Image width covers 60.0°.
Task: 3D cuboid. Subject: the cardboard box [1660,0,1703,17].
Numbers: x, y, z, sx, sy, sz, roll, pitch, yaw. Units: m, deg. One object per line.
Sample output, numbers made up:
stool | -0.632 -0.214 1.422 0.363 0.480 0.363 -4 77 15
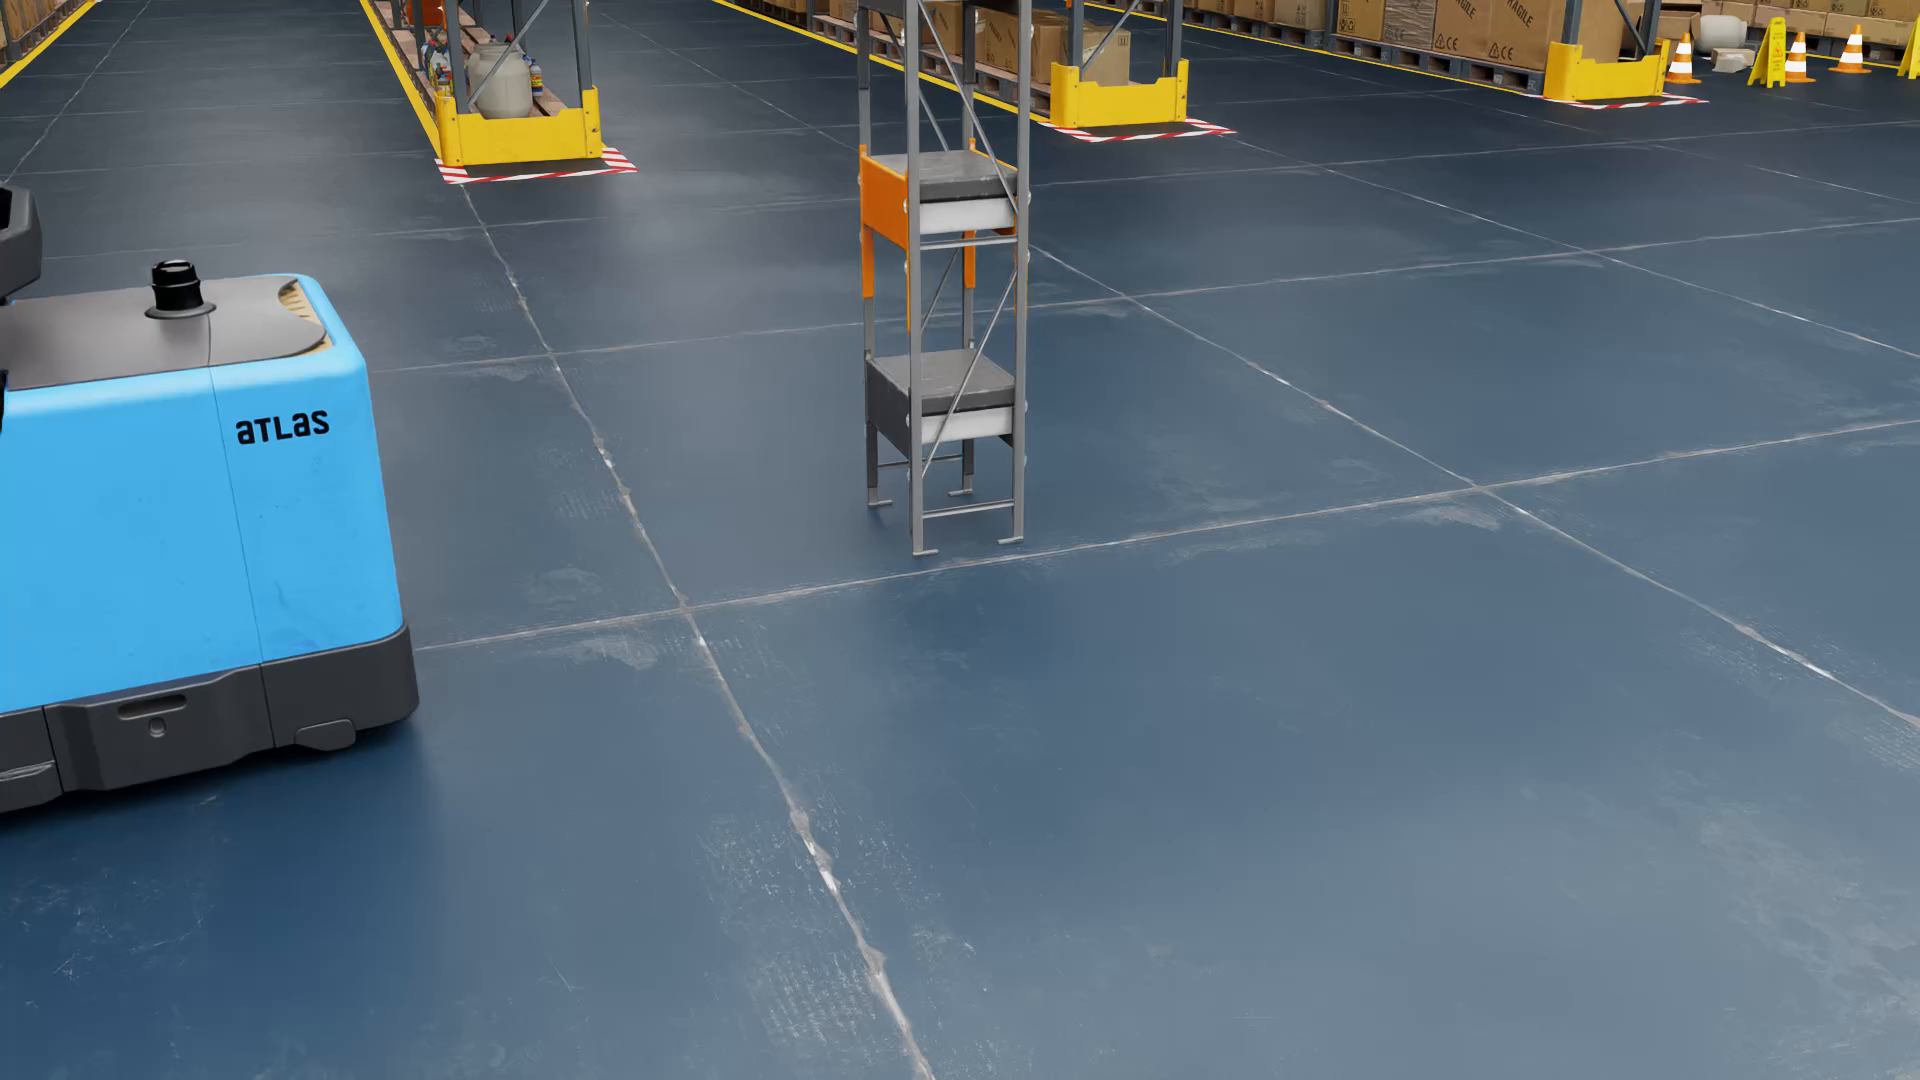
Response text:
cardboard box | 8.347 -6.029 19.408 0.500 0.500 0.500 8 24 18

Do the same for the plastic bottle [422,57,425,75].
plastic bottle | -4.925 -4.417 15.404 0.097 0.201 0.097 0 23 0

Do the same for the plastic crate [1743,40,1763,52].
plastic crate | 9.029 -5.728 19.236 0.402 0.080 0.583 -18 29 -37

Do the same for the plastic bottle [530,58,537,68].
plastic bottle | -3.662 -4.001 14.311 0.061 0.283 0.133 -8 24 -18

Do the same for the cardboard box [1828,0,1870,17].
cardboard box | 9.940 -6.019 18.203 0.500 0.500 0.500 -7 24 -17

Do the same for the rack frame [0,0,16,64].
rack frame | -10.712 -6.492 17.290 1.000 3.000 0.127 -8 24 -19

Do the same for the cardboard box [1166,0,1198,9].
cardboard box | 3.364 -7.417 21.840 1.050 0.750 0.750 -9 24 -20

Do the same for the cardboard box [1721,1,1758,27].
cardboard box | 9.396 -6.239 19.689 0.500 0.250 0.500 -7 24 -16

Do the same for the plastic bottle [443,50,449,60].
plastic bottle | -4.602 -4.276 14.979 0.097 0.271 0.097 0 23 0

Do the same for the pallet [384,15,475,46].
pallet | -6.394 -6.166 20.107 1.003 0.211 1.213 -8 24 -19

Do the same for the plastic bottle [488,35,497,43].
plastic bottle | -4.301 -4.484 15.372 0.144 0.351 0.185 -8 24 -19

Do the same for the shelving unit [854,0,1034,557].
shelving unit | -0.058 -1.028 5.485 0.431 2.100 0.503 -8 24 -19

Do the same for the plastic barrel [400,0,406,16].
plastic barrel | -6.664 -6.838 20.676 0.600 0.588 0.708 -8 24 -19

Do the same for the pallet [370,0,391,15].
pallet | -7.786 -7.600 23.511 1.003 0.211 1.213 -8 24 -19

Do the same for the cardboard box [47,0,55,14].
cardboard box | -11.683 -6.856 20.806 0.500 0.500 0.500 -8 24 -19

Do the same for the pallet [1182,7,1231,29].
pallet | 3.441 -6.912 21.877 1.003 0.211 1.213 -8 24 -19

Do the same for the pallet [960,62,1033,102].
pallet | 0.675 -4.428 15.984 1.003 0.211 1.213 -8 24 -19

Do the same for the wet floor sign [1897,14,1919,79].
wet floor sign | 9.720 -5.002 16.786 0.267 0.644 0.232 0 23 -1

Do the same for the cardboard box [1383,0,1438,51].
cardboard box | 5.125 -5.689 17.581 0.875 0.875 0.875 -8 24 -19

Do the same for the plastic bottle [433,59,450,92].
plastic bottle | -4.422 -3.964 14.233 0.152 0.276 0.135 -9 24 -20

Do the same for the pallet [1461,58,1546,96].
pallet | 5.703 -4.581 16.348 1.003 0.211 1.213 -8 24 -19

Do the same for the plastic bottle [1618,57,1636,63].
plastic bottle | 7.153 -5.154 17.901 0.133 0.061 0.283 -18 29 -37

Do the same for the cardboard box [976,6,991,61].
cardboard box | 0.283 -5.080 16.618 0.500 0.500 0.500 -1 23 -2

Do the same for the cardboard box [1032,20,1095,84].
cardboard box | 0.935 -4.426 15.067 0.500 0.500 0.500 -2 23 -5

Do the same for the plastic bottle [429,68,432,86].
plastic bottle | -4.622 -4.105 14.664 0.097 0.201 0.097 0 23 0

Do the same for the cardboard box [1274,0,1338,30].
cardboard box | 4.343 -6.410 19.452 1.050 0.750 0.750 -8 24 -19

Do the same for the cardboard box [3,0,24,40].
cardboard box | -10.605 -5.747 18.176 0.500 0.500 0.500 -7 24 -17

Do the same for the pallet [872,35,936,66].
pallet | -0.306 -5.394 18.276 1.003 0.211 1.213 -8 24 -19

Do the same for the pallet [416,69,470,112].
pallet | -4.465 -4.182 15.400 1.003 0.211 1.213 -8 24 -19

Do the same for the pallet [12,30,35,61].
pallet | -10.940 -5.483 18.488 1.003 0.211 1.213 -8 24 -19

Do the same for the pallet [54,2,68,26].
pallet | -12.367 -6.910 21.873 1.003 0.211 1.213 -8 24 -19

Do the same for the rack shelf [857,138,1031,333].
rack shelf | -0.058 -1.015 5.490 0.431 0.518 0.480 -8 24 -19

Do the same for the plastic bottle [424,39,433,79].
plastic bottle | -4.767 -4.348 15.049 0.144 0.351 0.185 -8 24 -18

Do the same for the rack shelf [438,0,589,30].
rack shelf | -3.957 -4.658 13.867 1.077 0.370 4.000 -8 24 -19

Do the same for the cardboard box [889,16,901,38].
cardboard box | -0.378 -5.849 18.417 0.700 0.500 0.500 -8 24 -19

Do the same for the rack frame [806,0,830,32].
rack frame | -1.443 -7.850 20.512 1.000 3.000 0.127 -8 24 -19

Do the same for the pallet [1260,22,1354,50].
pallet | 4.303 -6.025 19.773 1.003 0.211 1.213 -8 24 -19

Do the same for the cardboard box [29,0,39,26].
cardboard box | -11.157 -6.309 19.507 0.500 0.500 0.500 -9 25 -21

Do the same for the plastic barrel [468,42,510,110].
plastic barrel | -3.732 -3.721 13.379 0.421 0.512 0.421 0 23 0

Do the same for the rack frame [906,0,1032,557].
rack frame | 0.028 -0.939 5.275 0.400 2.100 0.015 -8 24 -19

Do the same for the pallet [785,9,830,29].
pallet | -1.651 -6.861 21.758 1.003 0.211 1.213 -8 24 -19

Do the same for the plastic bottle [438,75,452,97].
plastic bottle | -4.309 -3.784 13.901 0.097 0.201 0.097 0 23 0

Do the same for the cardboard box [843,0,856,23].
cardboard box | -0.980 -6.460 19.867 0.700 0.500 0.500 -10 25 -23

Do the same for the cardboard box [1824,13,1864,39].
cardboard box | 9.941 -5.675 18.352 0.500 0.250 0.500 -8 24 -19

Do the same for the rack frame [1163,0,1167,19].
rack frame | 3.233 -8.493 22.039 1.000 3.000 0.127 -8 24 -19

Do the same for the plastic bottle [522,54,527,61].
plastic bottle | -3.827 -4.145 14.668 0.097 0.271 0.097 0 23 0

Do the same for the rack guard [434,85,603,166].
rack guard | -3.321 -3.133 12.539 1.175 0.500 0.348 -8 24 -19

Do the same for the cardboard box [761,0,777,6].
cardboard box | -1.975 -7.643 22.216 1.225 0.875 0.875 -8 24 -19

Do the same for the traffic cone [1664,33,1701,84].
traffic cone | 7.200 -4.805 16.555 0.336 0.463 0.334 -8 24 -19

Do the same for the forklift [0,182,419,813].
forklift | -3.017 -0.730 3.708 3.031 2.935 1.130 -11 25 -25

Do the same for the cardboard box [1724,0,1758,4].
cardboard box | 9.397 -6.584 19.542 0.500 0.500 0.500 -7 24 -17

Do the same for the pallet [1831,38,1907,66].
pallet | 10.373 -5.345 18.160 1.003 0.211 1.213 -8 24 -19
